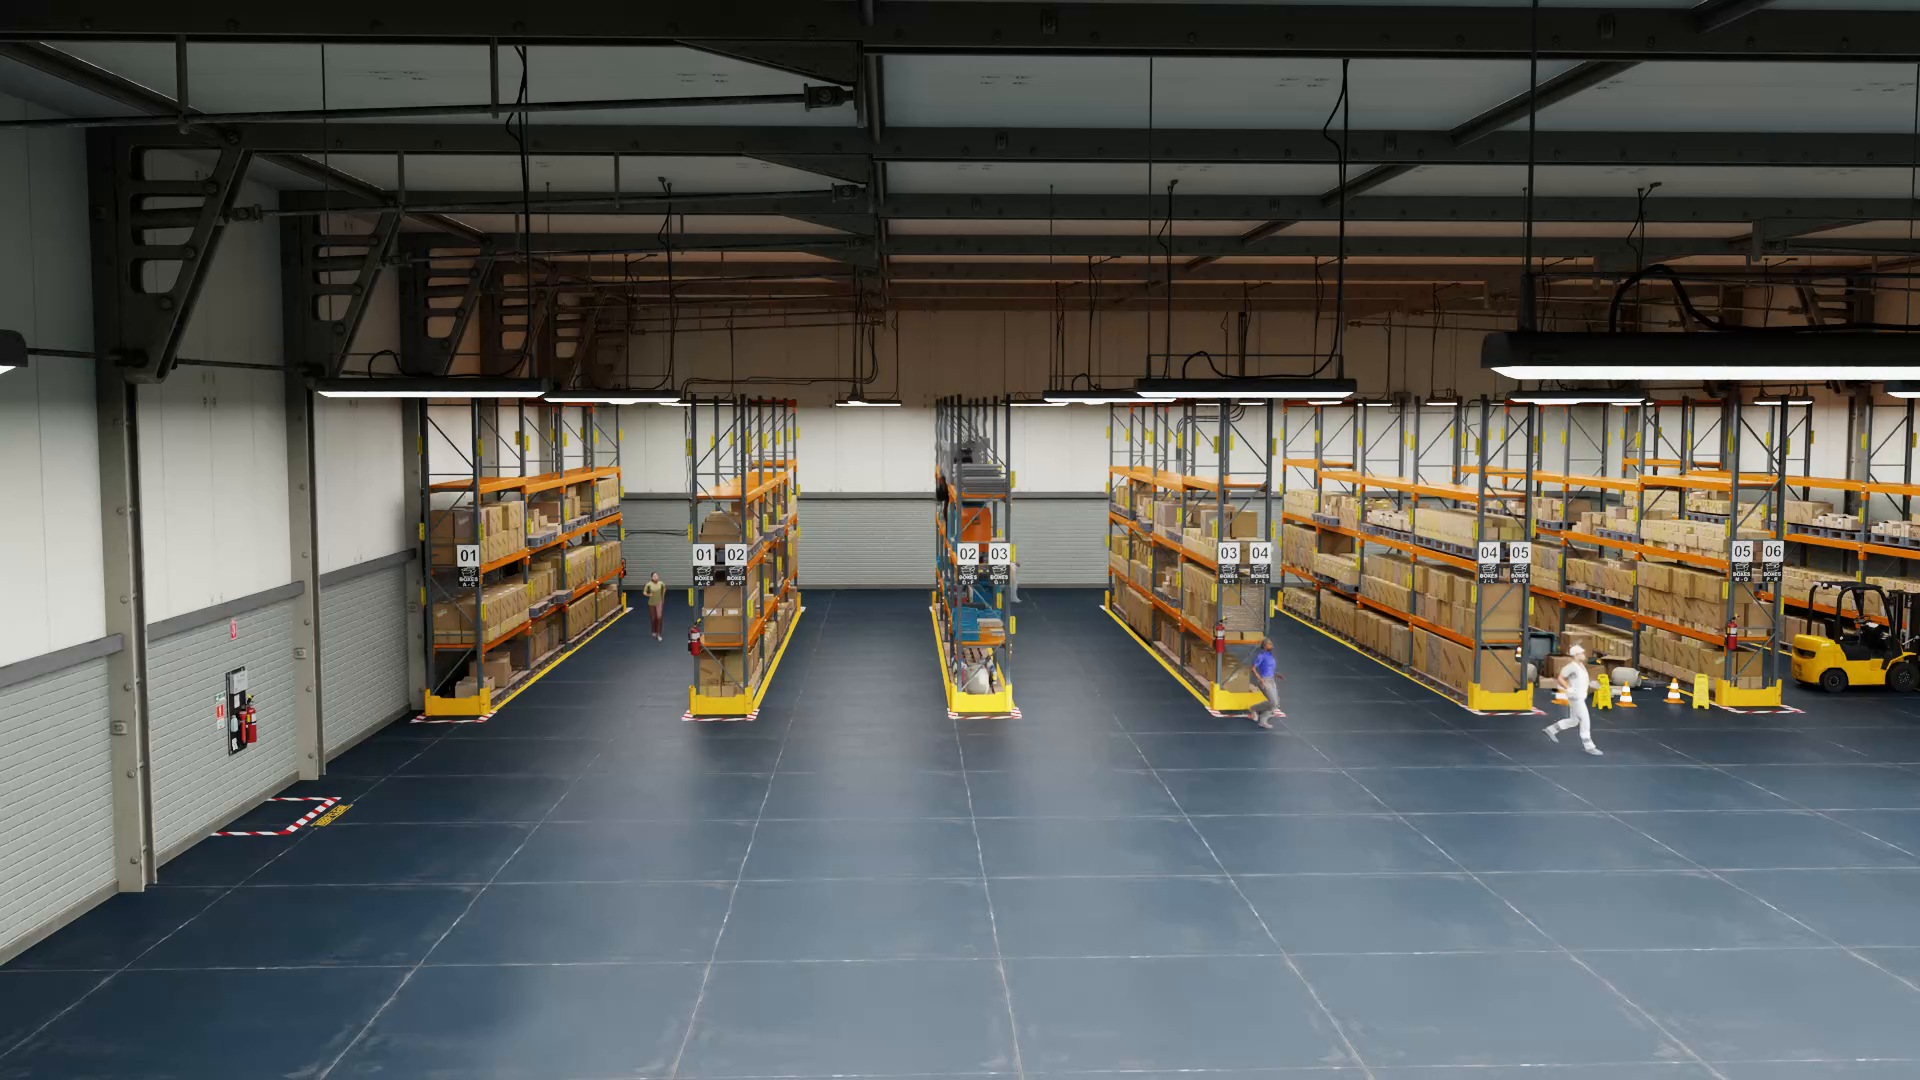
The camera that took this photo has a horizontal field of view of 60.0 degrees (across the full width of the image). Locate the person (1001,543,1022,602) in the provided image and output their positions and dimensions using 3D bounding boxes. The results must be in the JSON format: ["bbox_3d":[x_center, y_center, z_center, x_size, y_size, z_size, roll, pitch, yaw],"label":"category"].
[{"bbox_3d":[1.452,0.961,49.345,0.826,1.768,0.701,1,5,9],"label":"person"}]

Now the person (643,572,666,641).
[{"bbox_3d":[-7.597,1.635,41.371,0.561,1.710,0.774,-1,5,-12],"label":"person"}]

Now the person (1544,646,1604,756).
[{"bbox_3d":[10.242,2.648,27.699,0.980,1.792,0.656,3,5,33],"label":"person"}]

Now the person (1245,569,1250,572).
[{"bbox_3d":[8.172,1.084,48.494,0.677,1.714,0.777,-2,5,-25],"label":"person"}]

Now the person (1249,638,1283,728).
[{"bbox_3d":[5.518,2.578,29.898,0.562,1.617,0.575,3,5,34],"label":"person"}]
